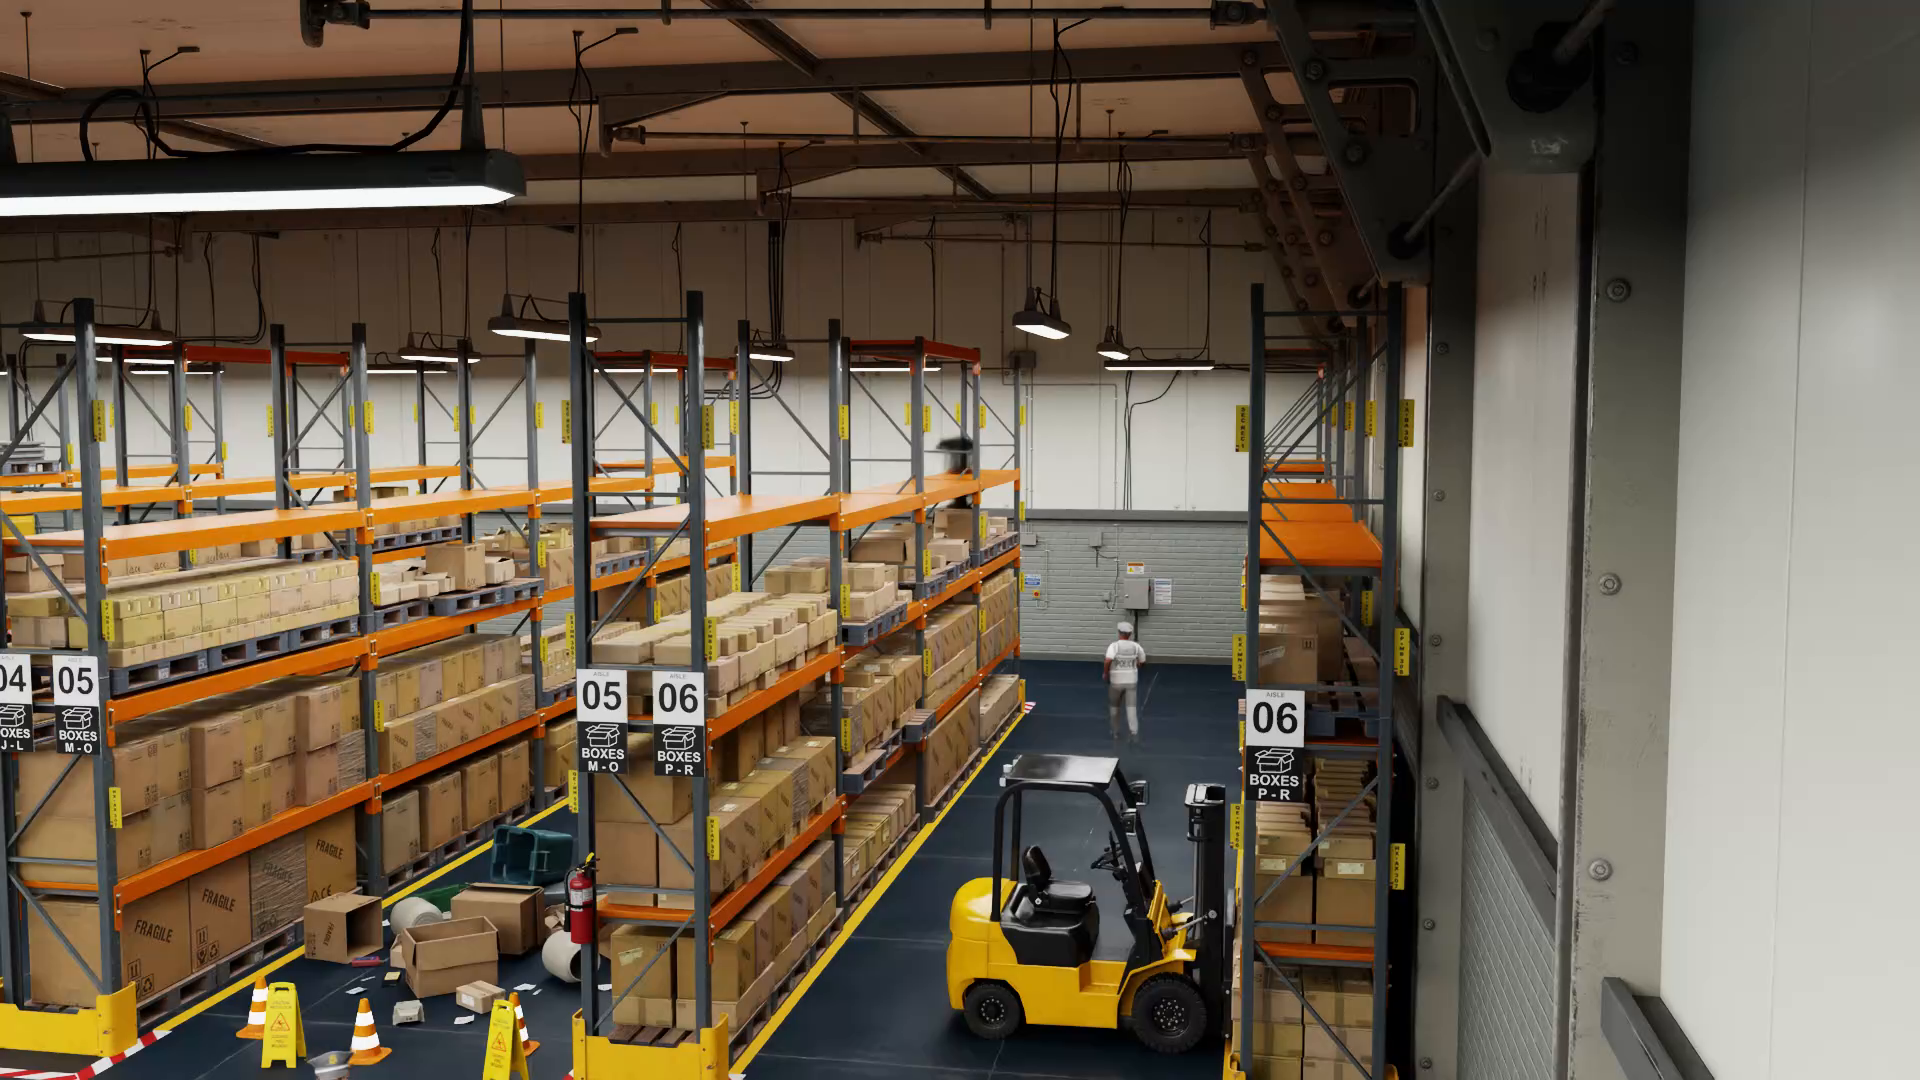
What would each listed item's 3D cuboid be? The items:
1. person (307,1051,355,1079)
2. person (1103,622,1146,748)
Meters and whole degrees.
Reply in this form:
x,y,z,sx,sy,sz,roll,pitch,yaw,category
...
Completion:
x,y,z,sx,sy,sz,roll,pitch,yaw,category
-3.546,3.602,9.370,0.618,1.647,0.719,-3,5,-30,person
2.375,2.087,24.193,0.670,1.810,0.875,-1,5,-8,person
